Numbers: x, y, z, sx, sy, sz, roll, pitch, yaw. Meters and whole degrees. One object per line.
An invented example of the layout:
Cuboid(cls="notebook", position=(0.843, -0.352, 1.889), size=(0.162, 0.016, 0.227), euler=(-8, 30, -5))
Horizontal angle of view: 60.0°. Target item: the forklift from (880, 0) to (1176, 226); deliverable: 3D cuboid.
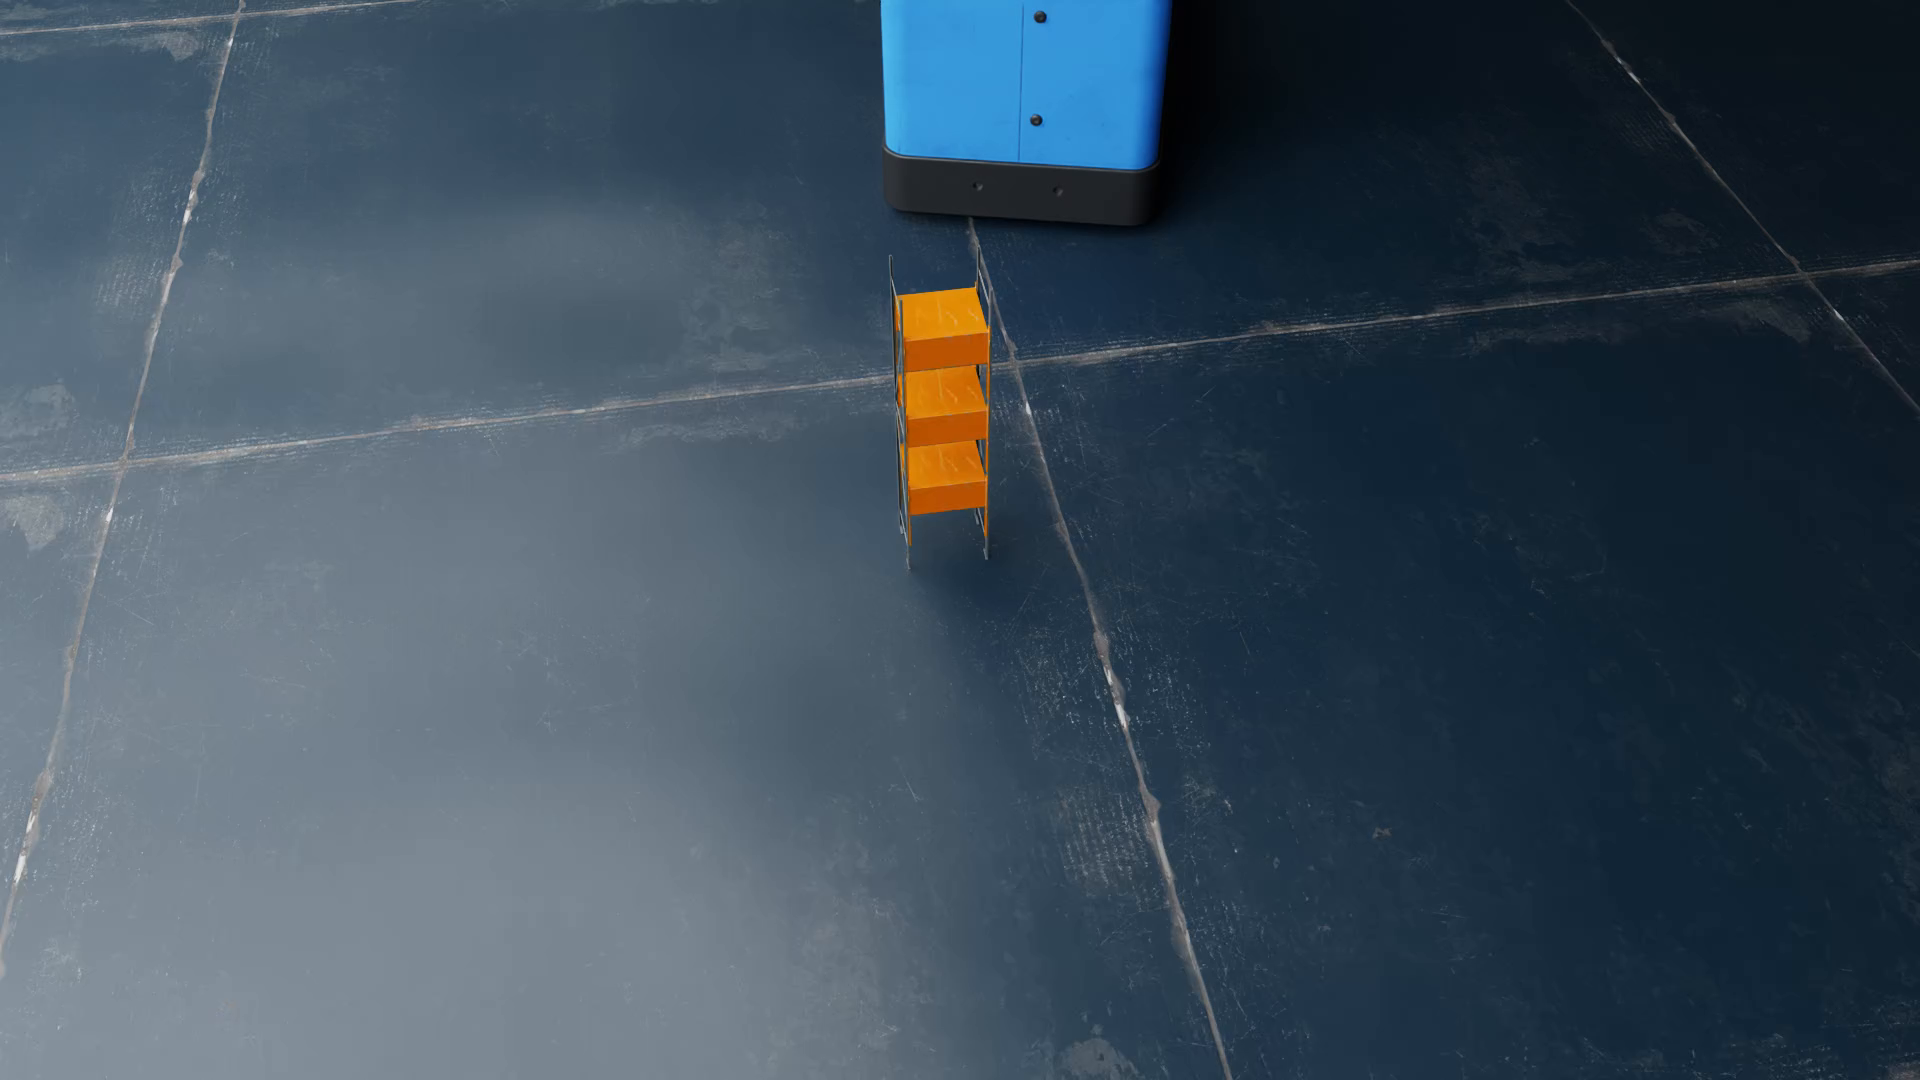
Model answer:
Cuboid(cls="forklift", position=(0.387, -3.272, 6.367), size=(1.130, 2.935, 3.031), euler=(5, 46, 4))

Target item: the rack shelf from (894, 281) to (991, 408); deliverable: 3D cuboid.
Cuboid(cls="rack shelf", position=(-0.053, -0.547, 4.669), size=(0.240, 0.259, 0.215), euler=(-7, 46, -7))

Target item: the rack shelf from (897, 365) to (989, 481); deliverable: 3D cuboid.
Cuboid(cls="rack shelf", position=(-0.053, -0.350, 4.873), size=(0.240, 0.259, 0.215), euler=(-7, 46, -7))

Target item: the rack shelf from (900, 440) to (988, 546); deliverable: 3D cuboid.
Cuboid(cls="rack shelf", position=(-0.053, -0.158, 5.073), size=(0.240, 0.259, 0.215), euler=(-7, 46, -7))

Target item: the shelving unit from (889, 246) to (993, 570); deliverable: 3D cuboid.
Cuboid(cls="shelving unit", position=(-0.053, -0.358, 4.866), size=(0.252, 1.050, 0.215), euler=(-7, 46, -7))

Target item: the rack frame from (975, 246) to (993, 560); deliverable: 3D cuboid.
Cuboid(cls="rack frame", position=(0.067, -0.373, 4.880), size=(0.008, 1.050, 0.200), euler=(-7, 46, -7))

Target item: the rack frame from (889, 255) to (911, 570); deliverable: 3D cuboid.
Cuboid(cls="rack frame", position=(-0.173, -0.343, 4.851), size=(0.008, 1.050, 0.200), euler=(-7, 46, -7))
